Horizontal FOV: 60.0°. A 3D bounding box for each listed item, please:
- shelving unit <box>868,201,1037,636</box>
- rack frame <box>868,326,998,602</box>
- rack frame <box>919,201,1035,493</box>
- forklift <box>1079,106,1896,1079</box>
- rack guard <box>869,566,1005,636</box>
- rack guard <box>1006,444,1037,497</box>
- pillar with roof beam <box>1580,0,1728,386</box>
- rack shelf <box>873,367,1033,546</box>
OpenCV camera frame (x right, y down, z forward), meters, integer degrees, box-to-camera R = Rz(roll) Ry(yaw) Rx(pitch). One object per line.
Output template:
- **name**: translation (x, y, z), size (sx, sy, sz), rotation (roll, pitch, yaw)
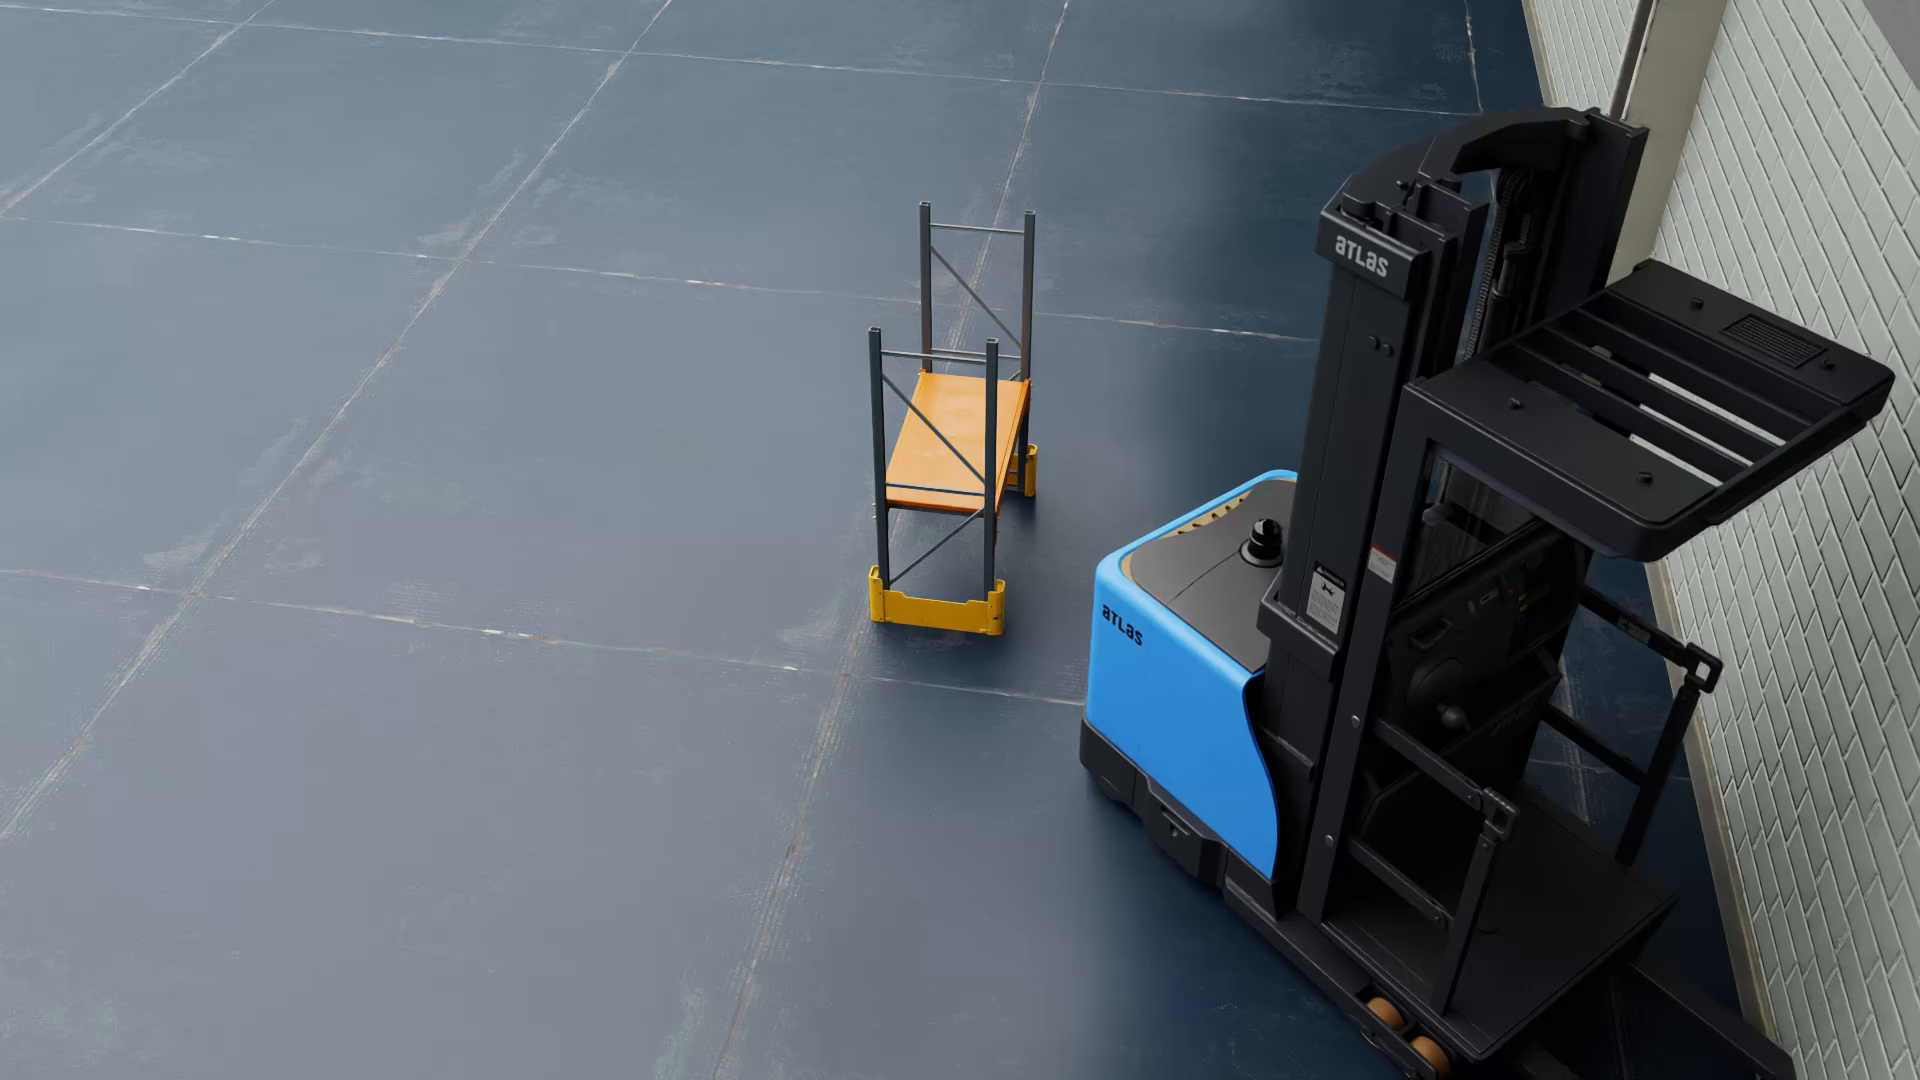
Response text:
- **shelving unit**: translation (-0.013, -0.530, 7.214), size (0.587, 1.500, 1.083), rotation (6, 40, 8)
- **rack frame**: translation (-0.103, -0.205, 6.821), size (0.500, 1.500, 0.032), rotation (6, 40, 8)
- **rack frame**: translation (0.073, -0.844, 7.593), size (0.500, 1.500, 0.032), rotation (6, 40, 8)
- **forklift**: translation (1.770, 0.332, 5.048), size (1.130, 2.935, 3.031), rotation (-26, 46, -28)
- **rack guard**: translation (-0.099, 0.264, 7.234), size (0.587, 0.250, 0.087), rotation (6, 40, 8)
- **rack guard**: translation (0.073, -0.361, 7.991), size (0.587, 0.250, 0.087), rotation (6, 40, 8)
- **pillar with roof beam**: translation (-0.933, -4.886, 6.598), size (9.100, 9.000, 0.400), rotation (6, 40, 8)
- **rack shelf**: translation (-0.015, -0.386, 7.322), size (0.538, 0.185, 1.000), rotation (6, 40, 8)
